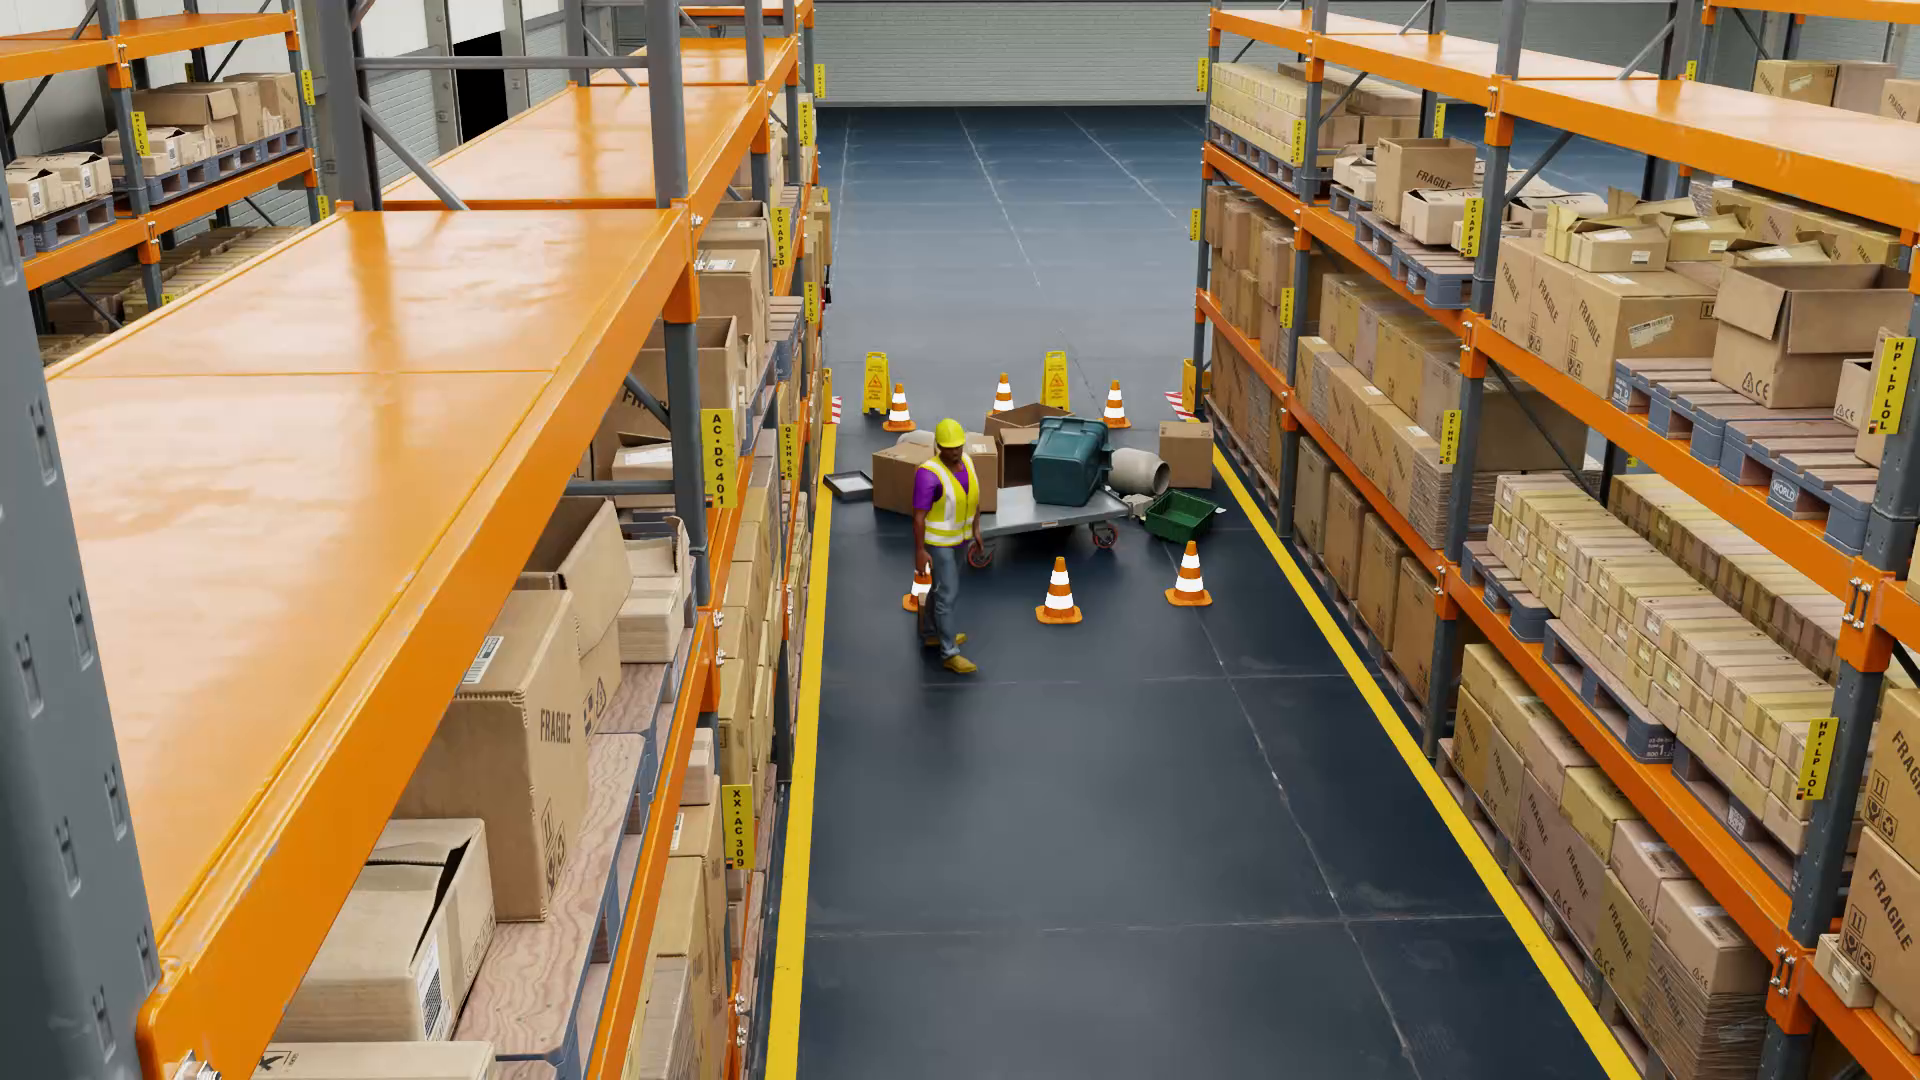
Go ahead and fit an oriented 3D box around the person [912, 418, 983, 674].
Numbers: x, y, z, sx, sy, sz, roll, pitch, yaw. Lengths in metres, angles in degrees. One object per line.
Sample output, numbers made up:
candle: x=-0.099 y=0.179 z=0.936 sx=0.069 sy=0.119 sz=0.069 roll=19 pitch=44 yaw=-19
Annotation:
person: x=-0.062 y=0.017 z=11.457 sx=0.616 sy=1.766 sz=0.629 roll=13 pitch=24 yaw=31
